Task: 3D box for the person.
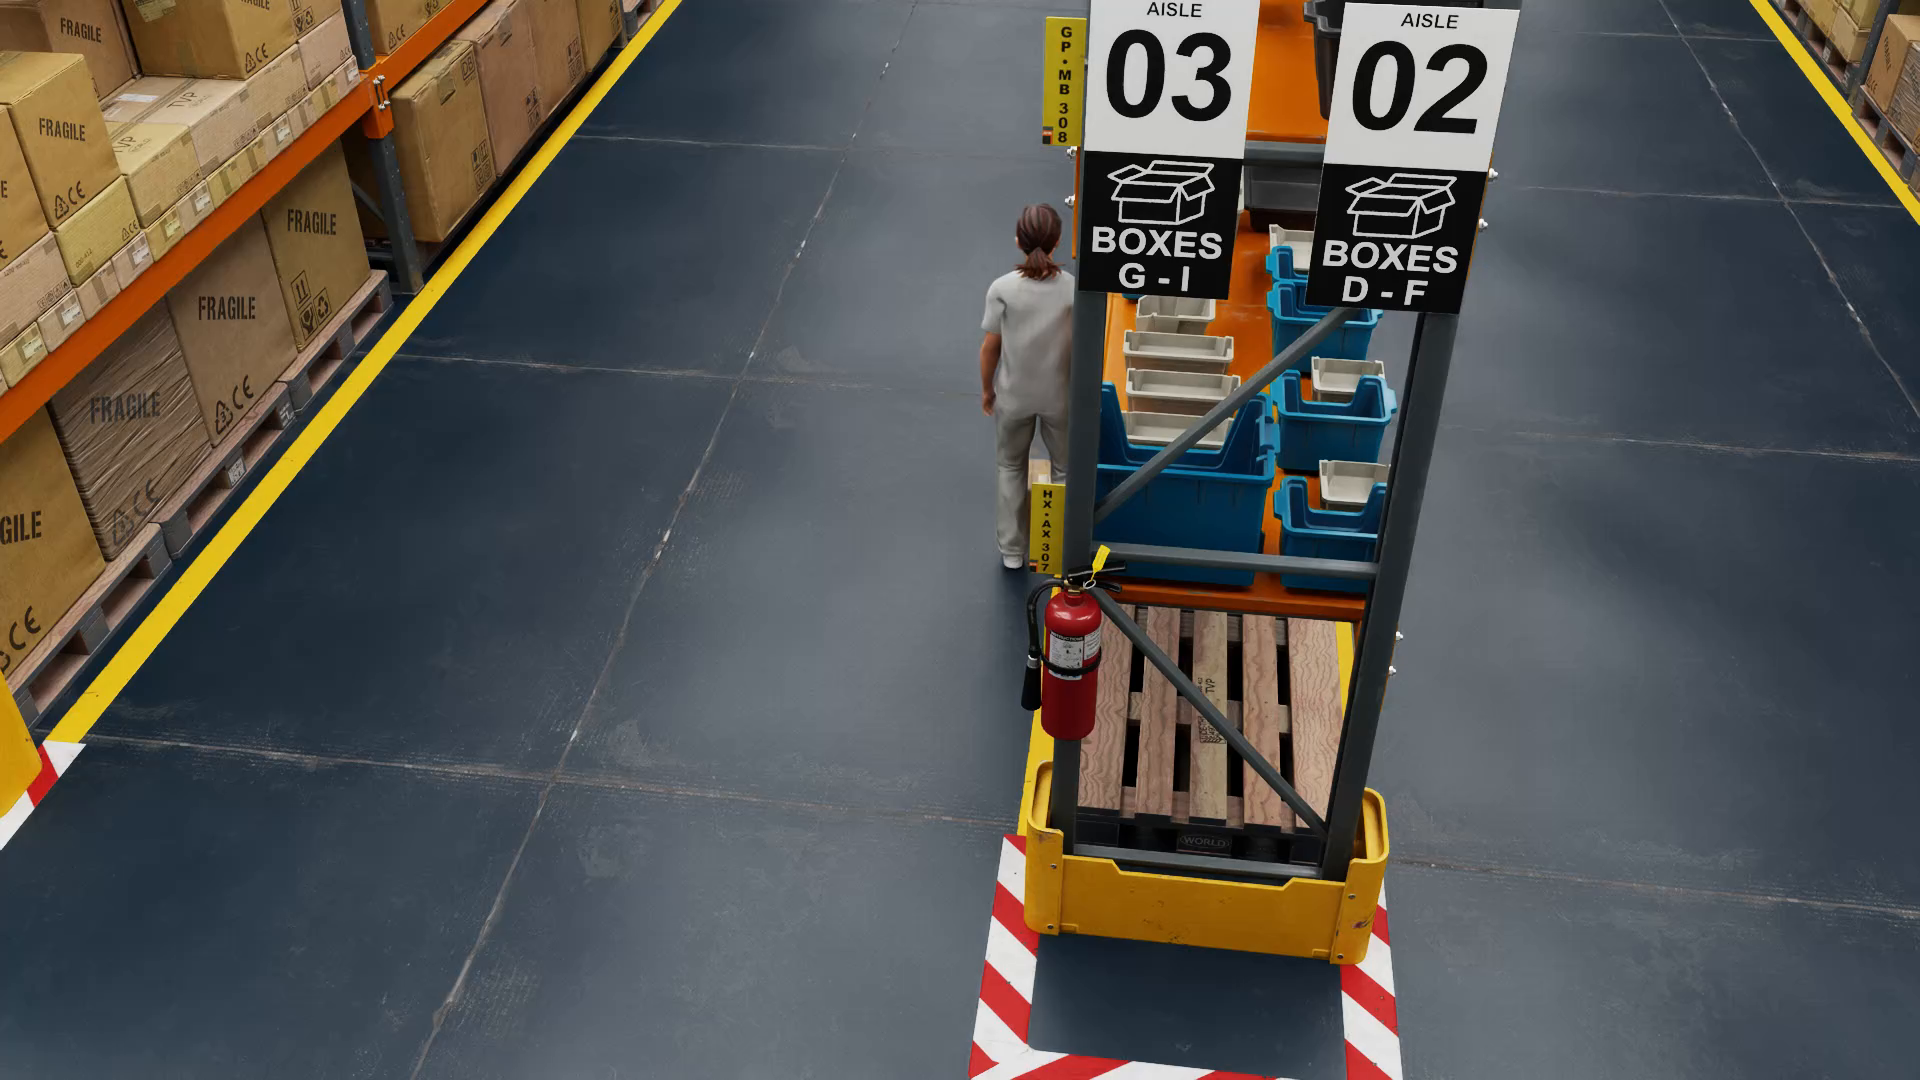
[{"bbox_3d":[0.332,-0.607,6.978,0.501,1.671,0.364,3,36,4],"label":"person"}]
